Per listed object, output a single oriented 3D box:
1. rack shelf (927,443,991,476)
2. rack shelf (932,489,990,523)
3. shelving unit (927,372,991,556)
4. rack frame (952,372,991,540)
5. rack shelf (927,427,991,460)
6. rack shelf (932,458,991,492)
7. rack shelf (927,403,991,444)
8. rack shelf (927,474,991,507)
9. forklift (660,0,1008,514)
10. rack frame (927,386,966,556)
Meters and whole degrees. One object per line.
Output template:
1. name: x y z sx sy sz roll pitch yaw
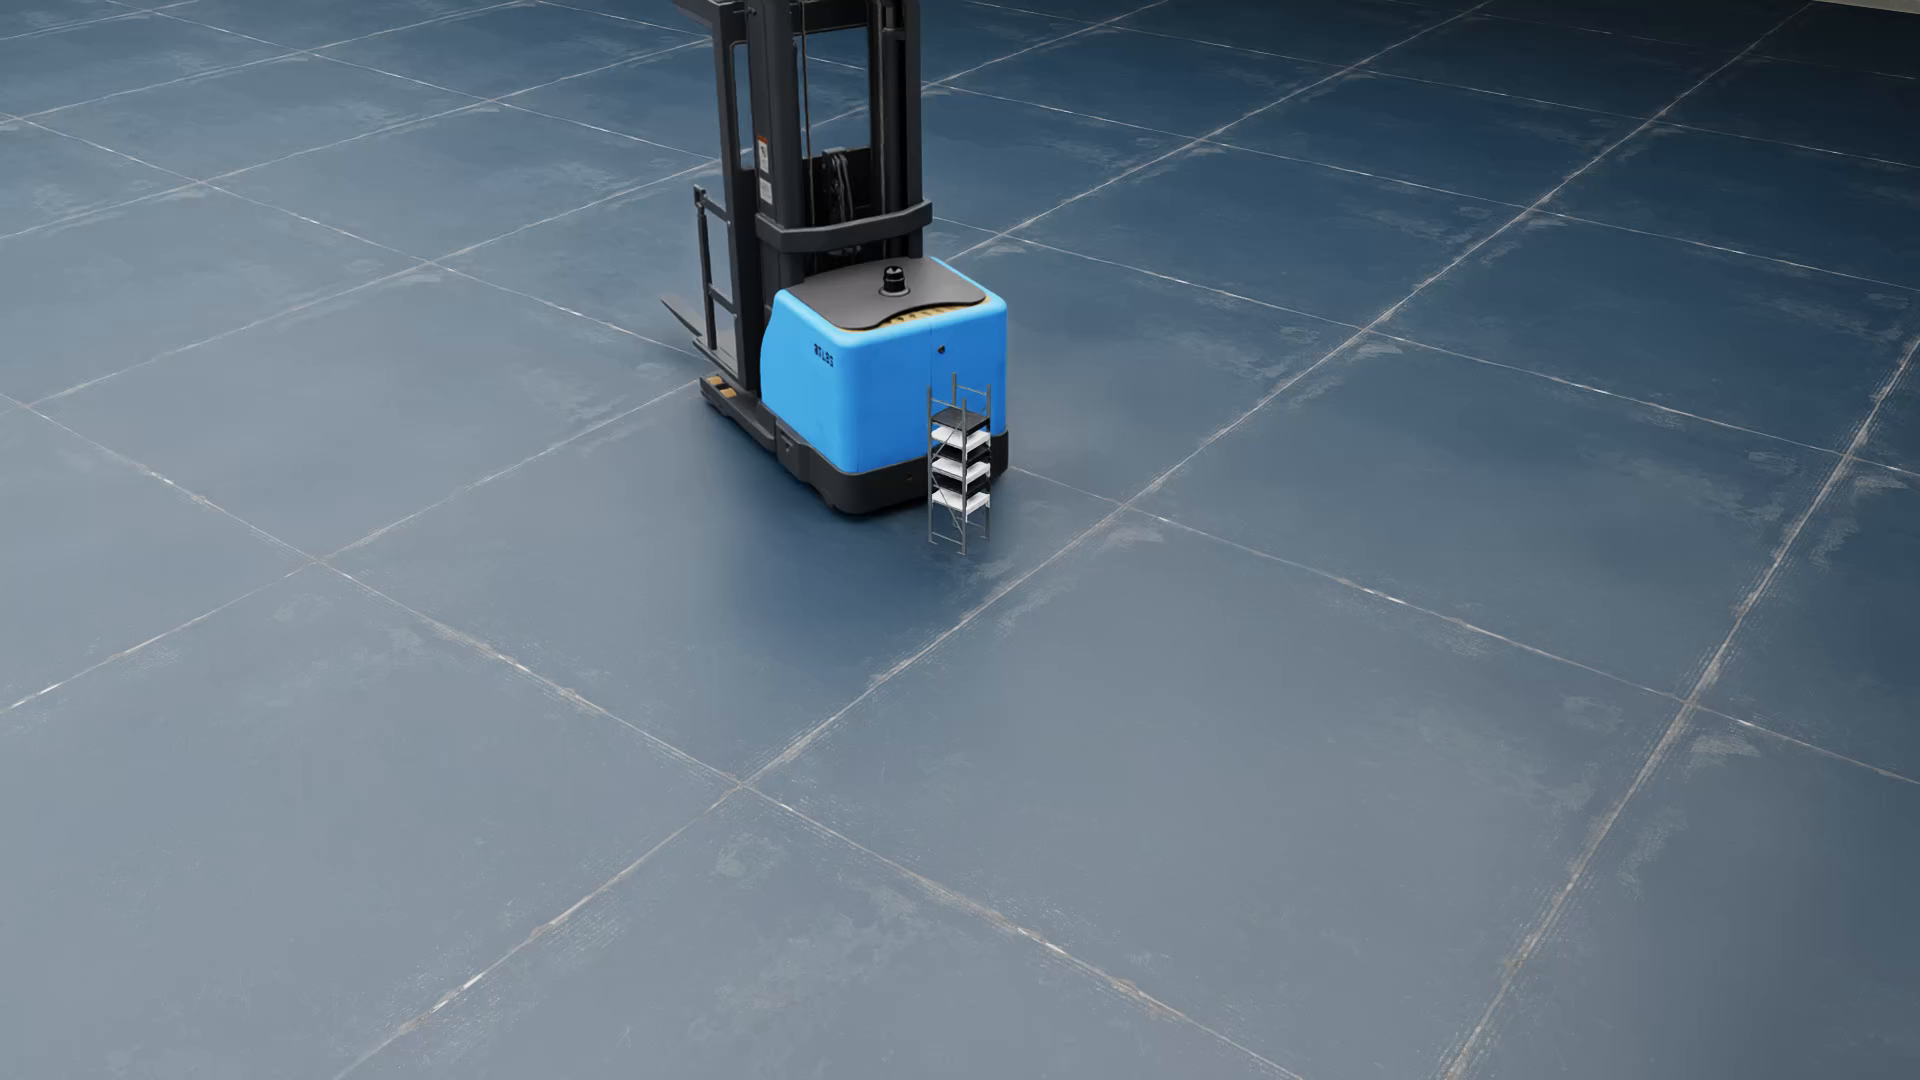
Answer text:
1. rack shelf: -0.005 -0.433 8.486 0.258 0.077 0.200 21 37 31
2. rack shelf: -0.005 -0.200 8.624 0.258 0.077 0.200 21 37 31
3. shelving unit: -0.005 -0.384 8.515 0.258 0.900 0.210 21 37 31
4. rack frame: 0.056 -0.425 8.585 0.240 0.900 0.006 21 37 31
5. rack shelf: -0.005 -0.510 8.440 0.258 0.077 0.200 21 37 31
6. rack shelf: -0.005 -0.355 8.532 0.258 0.077 0.200 21 37 31
7. rack shelf: -0.005 -0.587 8.394 0.258 0.077 0.200 21 37 31
8. rack shelf: -0.005 -0.278 8.578 0.258 0.077 0.200 21 37 31
9. forklift: -0.924 -2.116 9.445 1.130 2.935 3.031 -17 35 -26
10. rack frame: -0.066 -0.342 8.445 0.240 0.900 0.006 21 37 31
